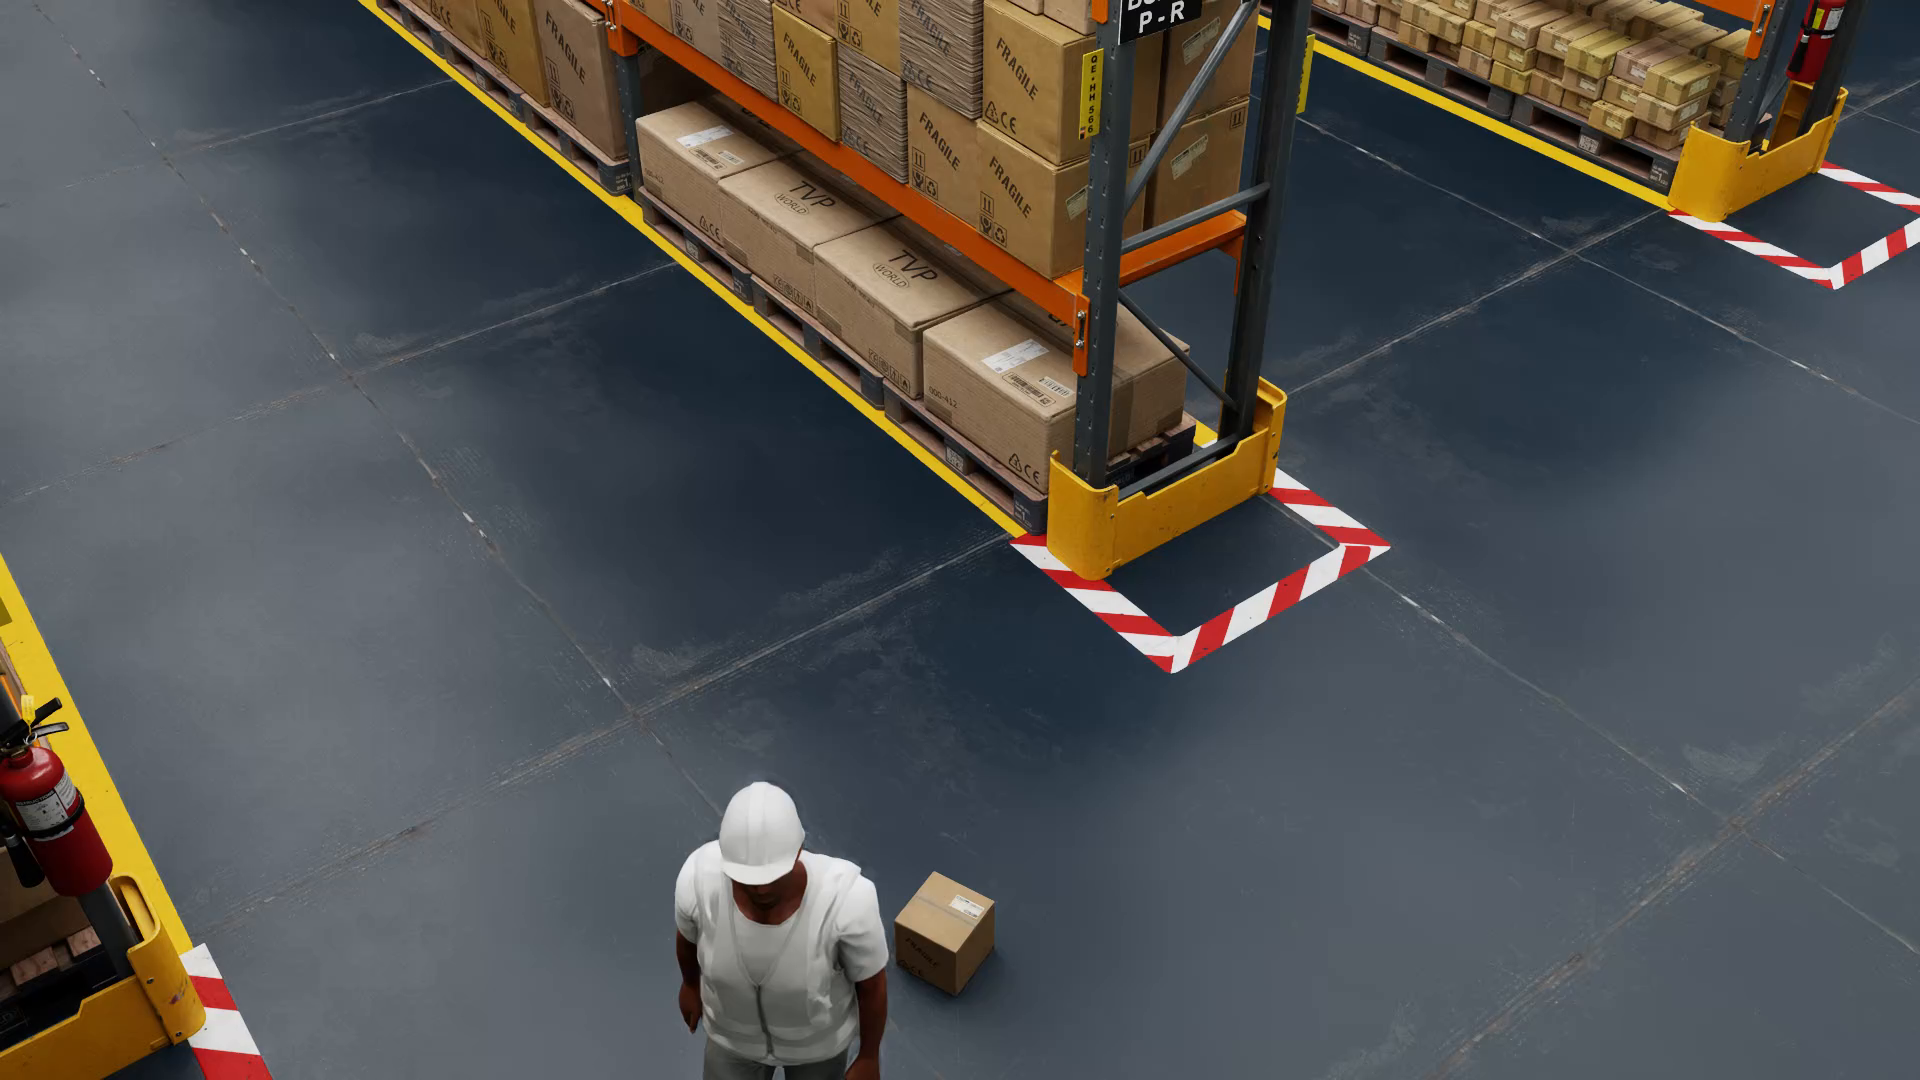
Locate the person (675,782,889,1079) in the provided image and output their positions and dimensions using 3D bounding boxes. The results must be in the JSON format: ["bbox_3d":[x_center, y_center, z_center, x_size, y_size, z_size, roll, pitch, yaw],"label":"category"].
[{"bbox_3d":[-0.497,1.350,4.526,0.617,1.810,0.509,3,40,4],"label":"person"}]
